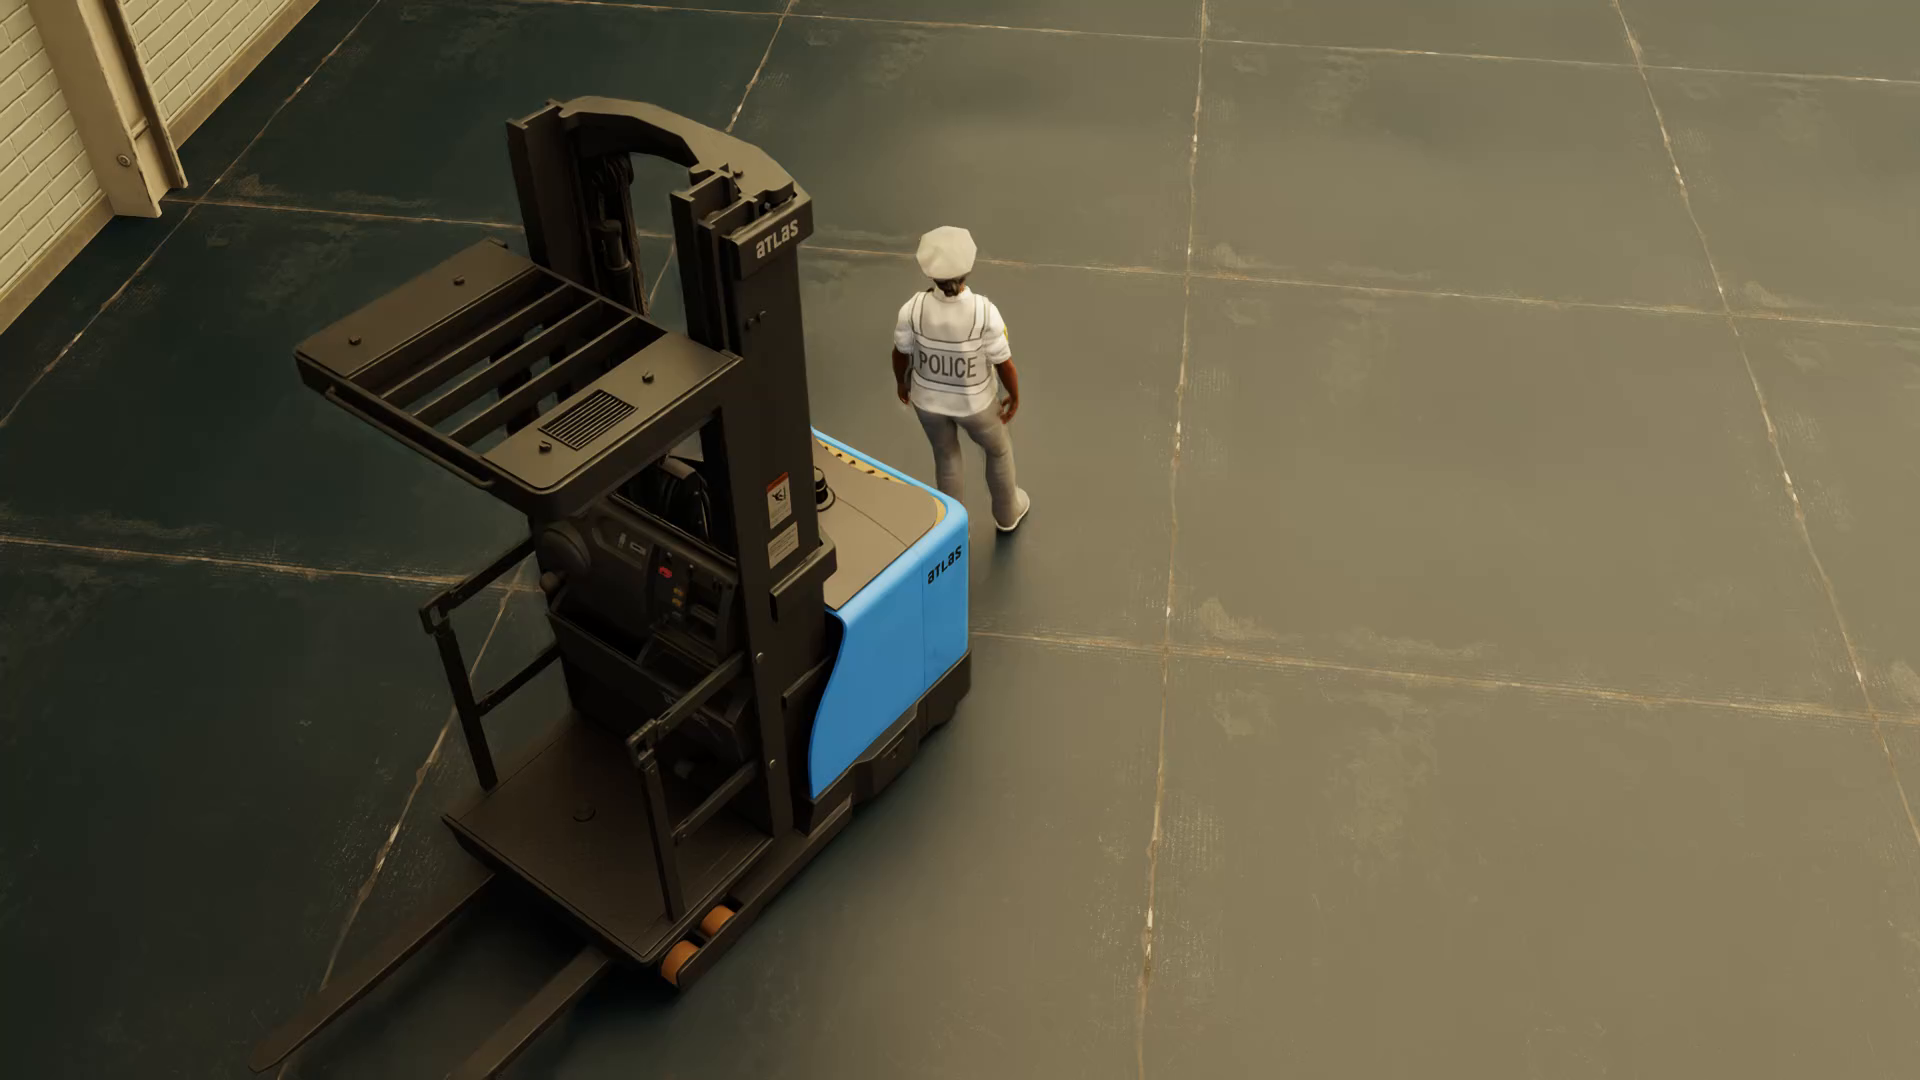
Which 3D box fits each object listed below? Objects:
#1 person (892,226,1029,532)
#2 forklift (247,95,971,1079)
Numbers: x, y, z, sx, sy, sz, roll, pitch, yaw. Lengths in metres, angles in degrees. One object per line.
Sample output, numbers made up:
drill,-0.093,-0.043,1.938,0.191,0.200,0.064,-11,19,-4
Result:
person,0.011,-0.687,7.411,0.593,1.683,0.528,7,43,8
forklift,-1.241,0.177,5.531,1.130,2.935,3.031,27,49,26
